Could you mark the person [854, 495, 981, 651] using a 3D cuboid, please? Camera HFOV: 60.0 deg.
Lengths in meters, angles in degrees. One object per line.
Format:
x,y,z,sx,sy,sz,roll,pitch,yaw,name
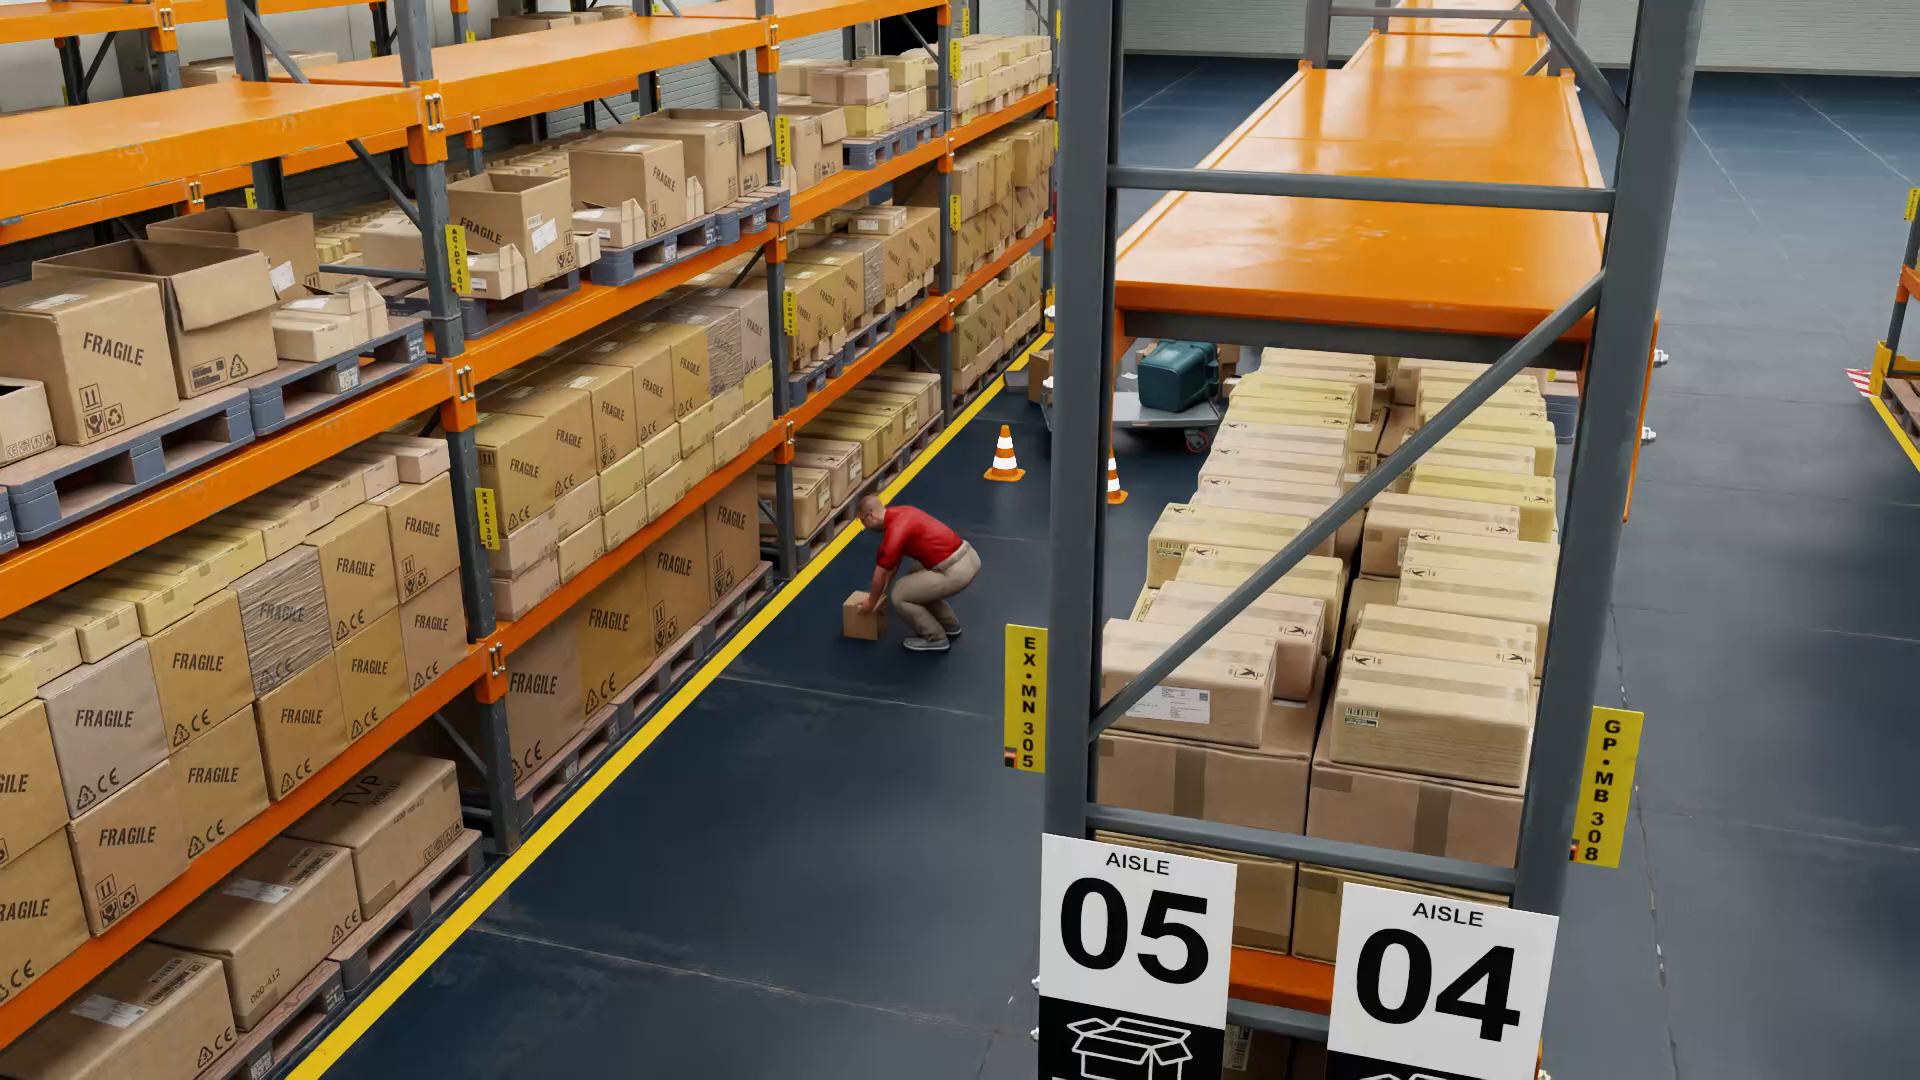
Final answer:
-0.300,0.216,11.504,0.850,1.061,0.572,6,23,16,person
